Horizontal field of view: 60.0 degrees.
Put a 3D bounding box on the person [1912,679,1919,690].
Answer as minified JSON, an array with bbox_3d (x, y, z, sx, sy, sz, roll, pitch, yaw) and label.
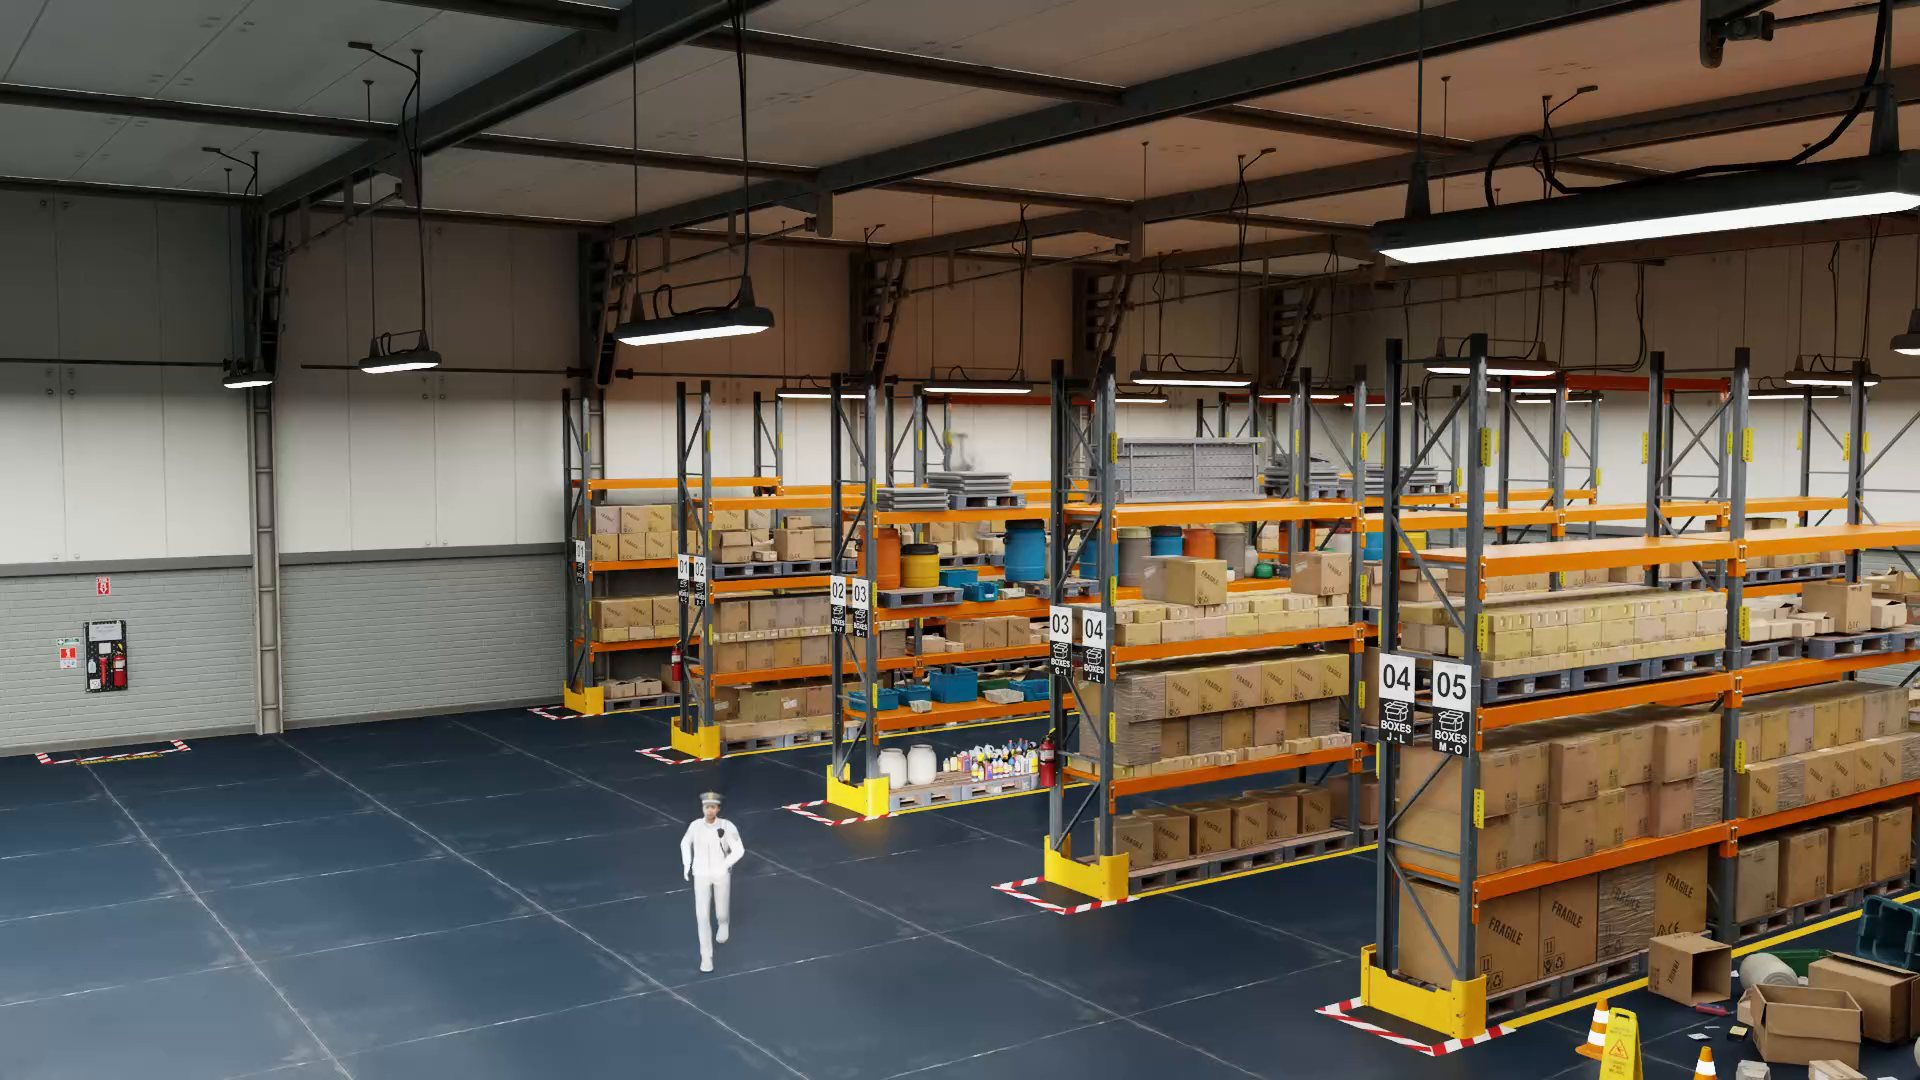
[{"bbox_3d":[13.323,2.803,23.089,0.984,1.798,0.685,-3,5,-39],"label":"person"}]

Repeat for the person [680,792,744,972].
[{"bbox_3d":[-2.426,3.273,16.247,0.642,1.671,0.863,0,4,-1],"label":"person"}]
